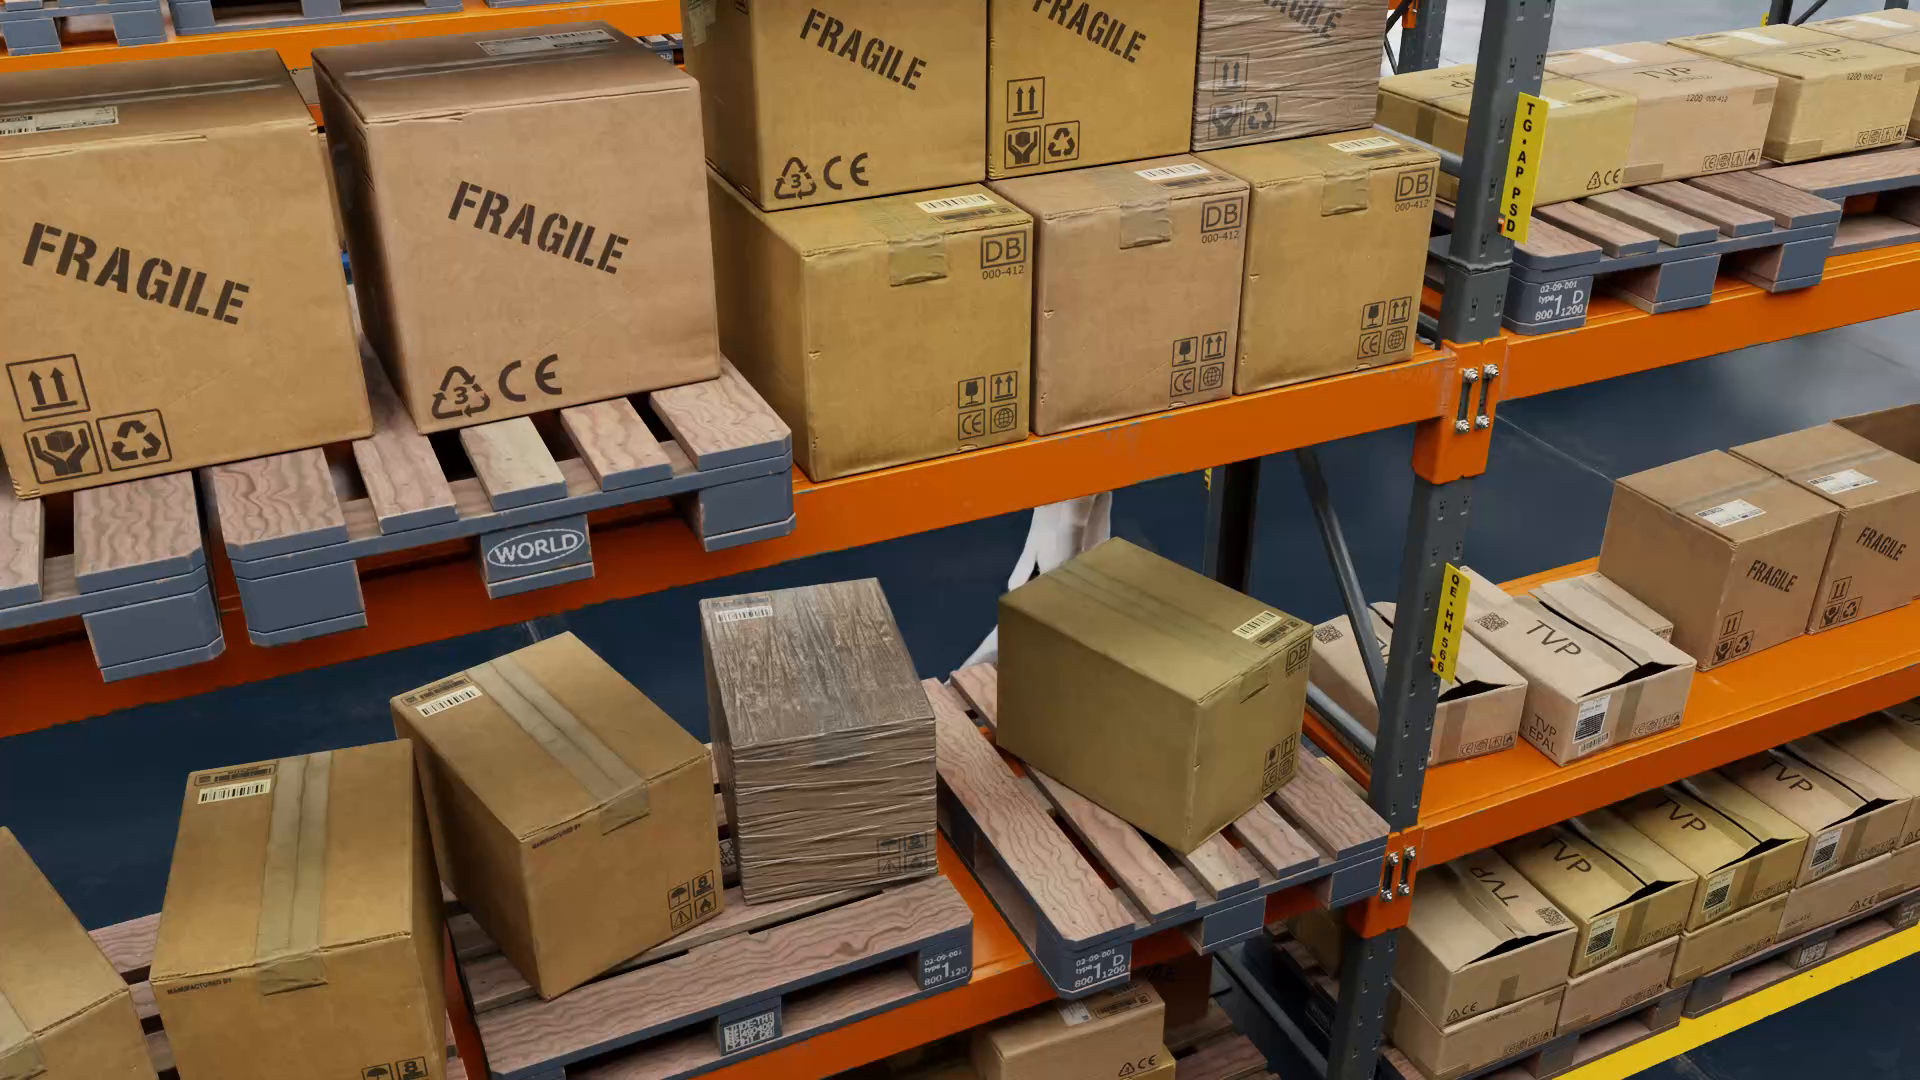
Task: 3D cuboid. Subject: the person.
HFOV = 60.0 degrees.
[{"bbox_3d":[0.432,0.060,7.032,1.112,1.736,0.572,-11,31,-19],"label":"person"}]
